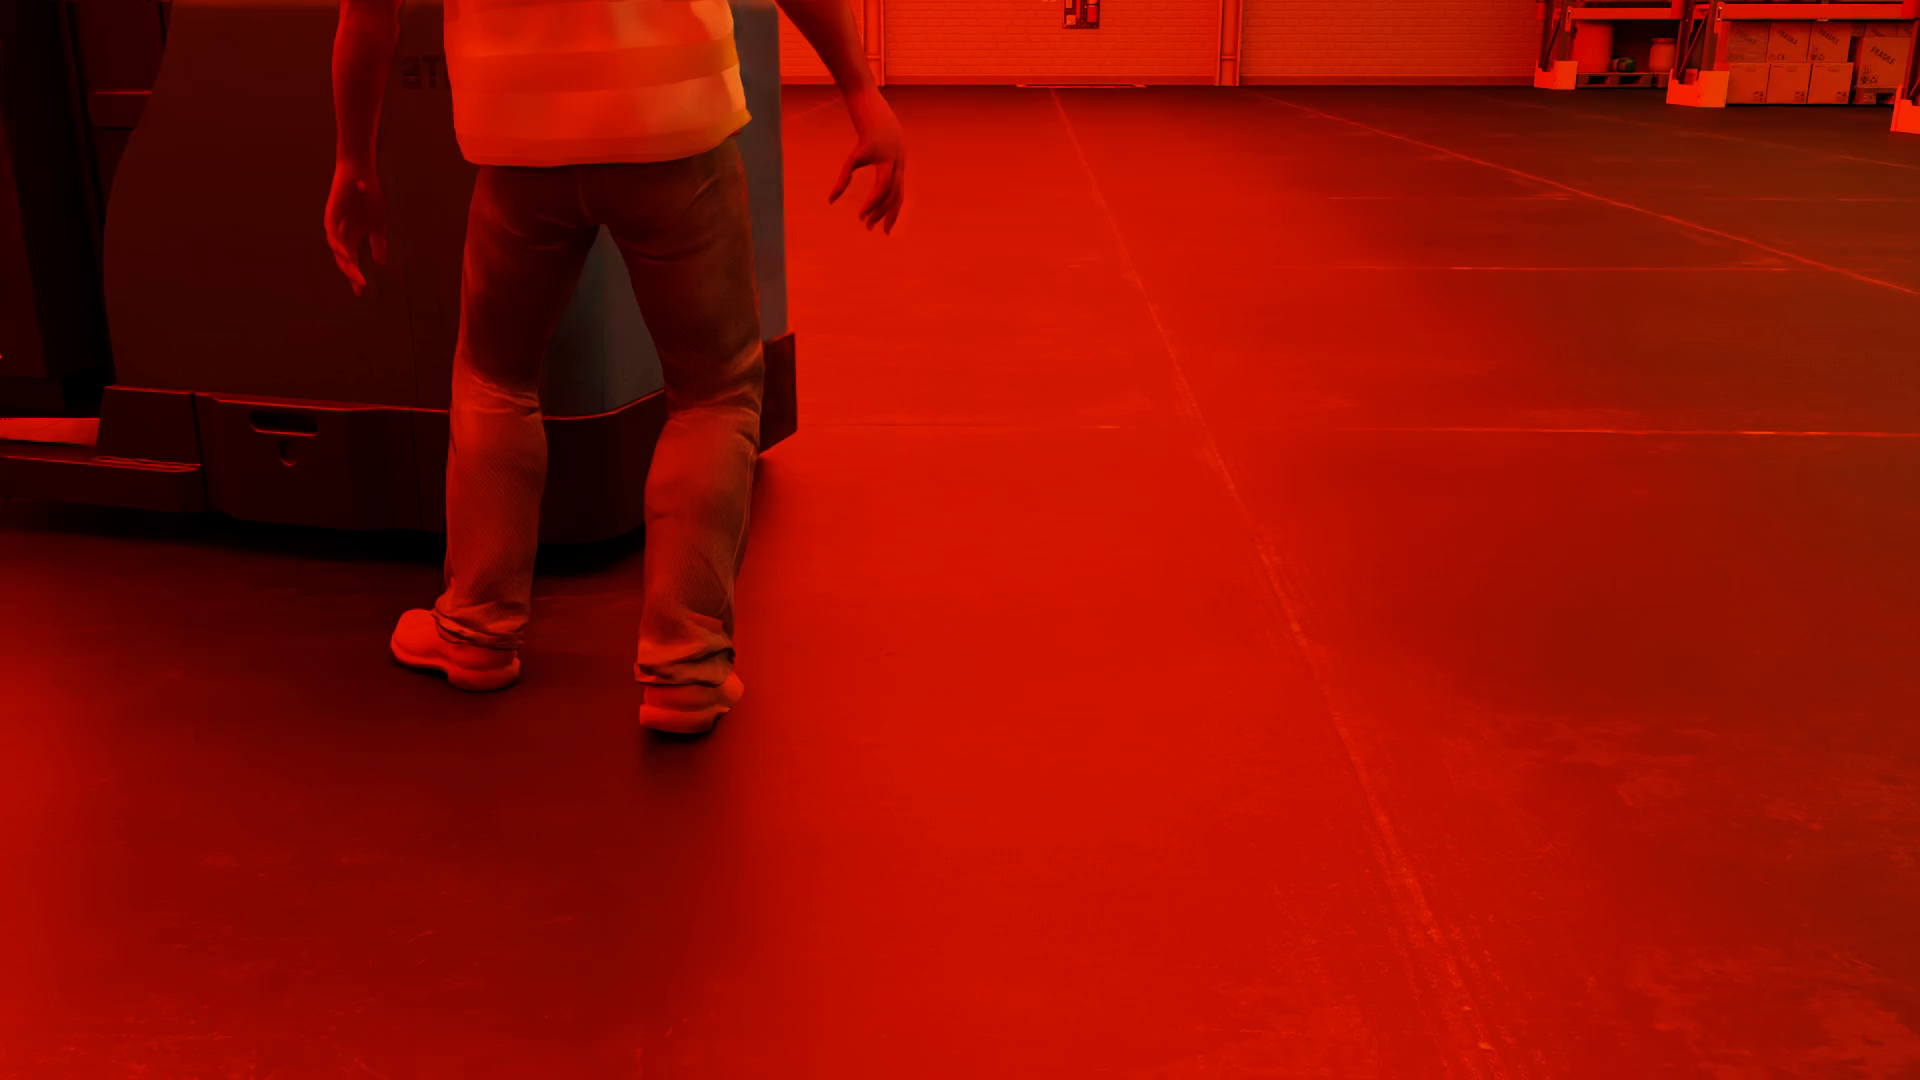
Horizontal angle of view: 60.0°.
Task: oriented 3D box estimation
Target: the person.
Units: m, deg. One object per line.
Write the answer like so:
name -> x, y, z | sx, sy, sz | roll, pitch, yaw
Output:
person -> -0.513, -0.575, 2.419 | 0.905, 1.736, 0.488 | 3, 18, 10

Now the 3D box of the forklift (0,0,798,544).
forklift -> -1.963, -1.593, 3.559 | 3.031, 2.935, 1.130 | 5, 18, 16
